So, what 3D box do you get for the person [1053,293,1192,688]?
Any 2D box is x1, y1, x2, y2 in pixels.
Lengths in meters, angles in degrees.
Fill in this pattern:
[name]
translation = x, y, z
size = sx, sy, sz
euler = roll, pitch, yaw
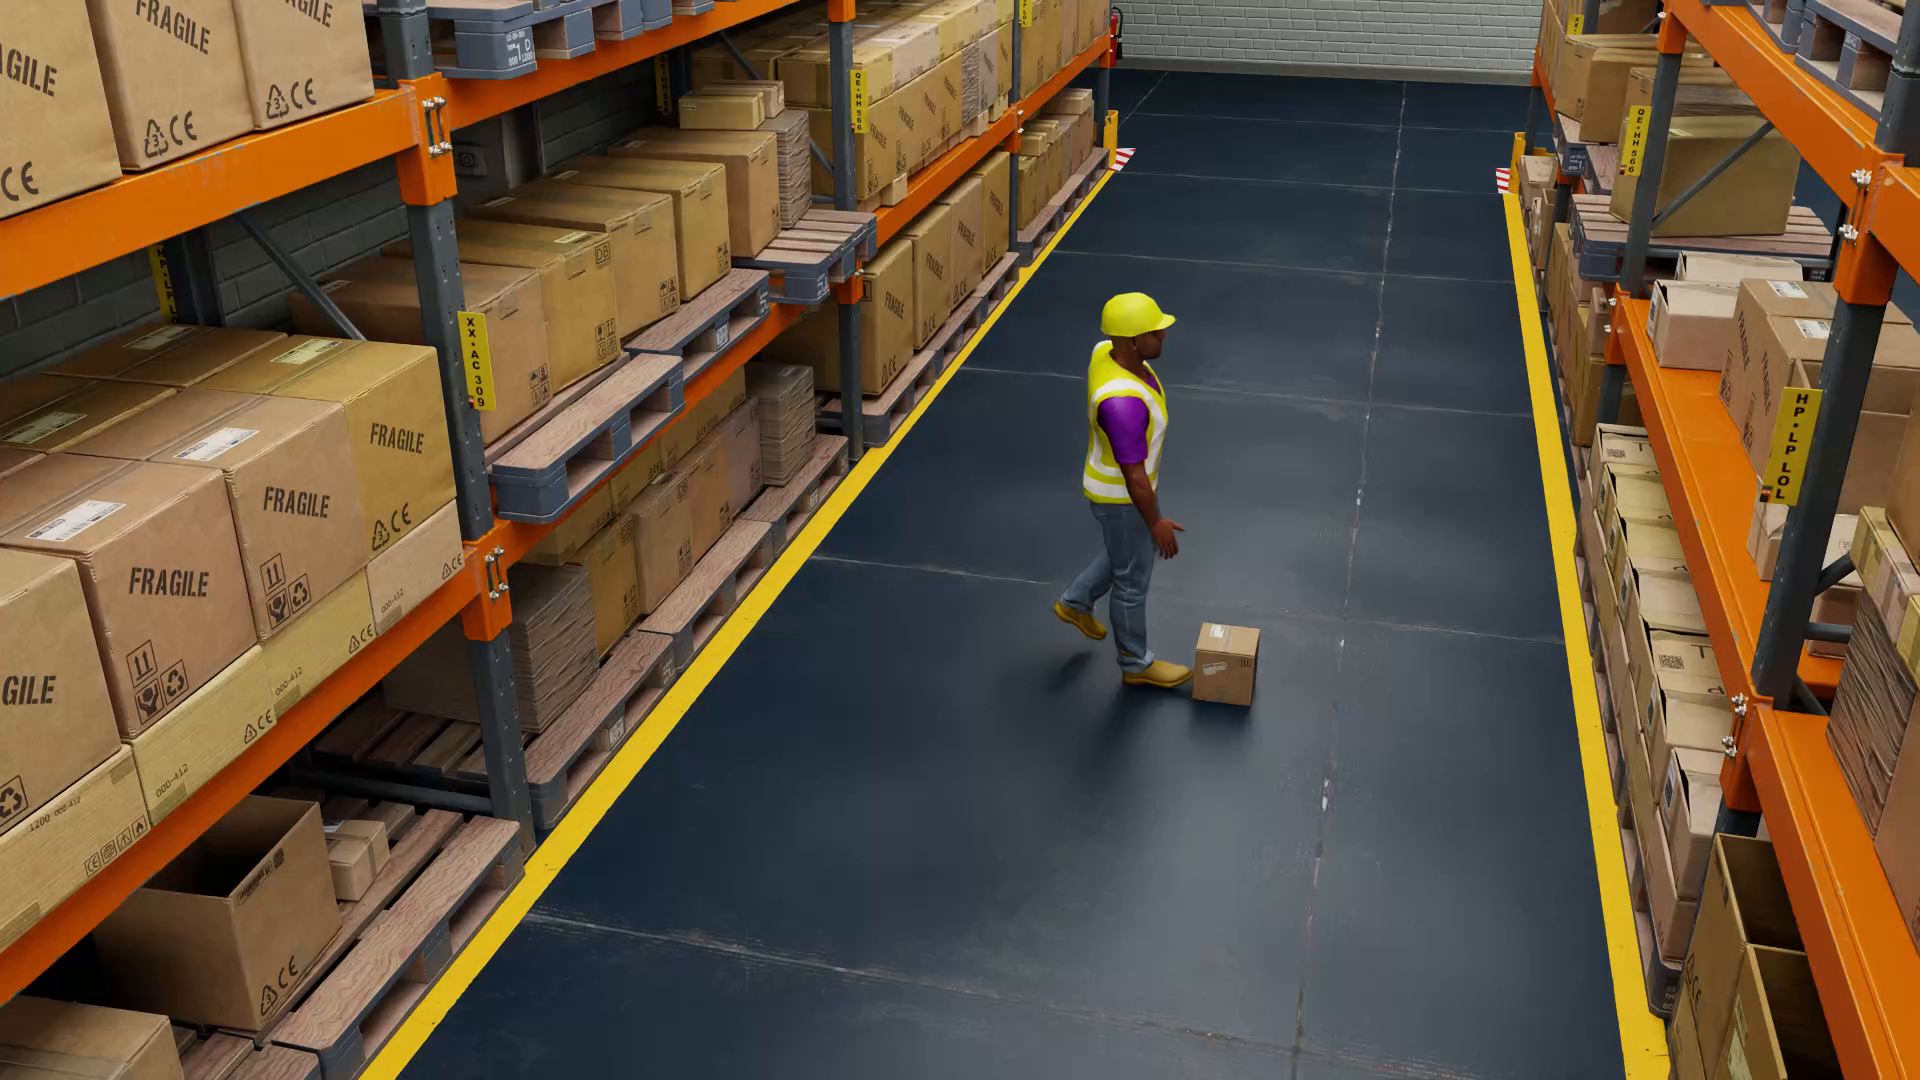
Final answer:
[person]
translation = 0.704, -0.204, 6.979
size = 0.642, 1.773, 0.639
euler = 4, 25, 8
